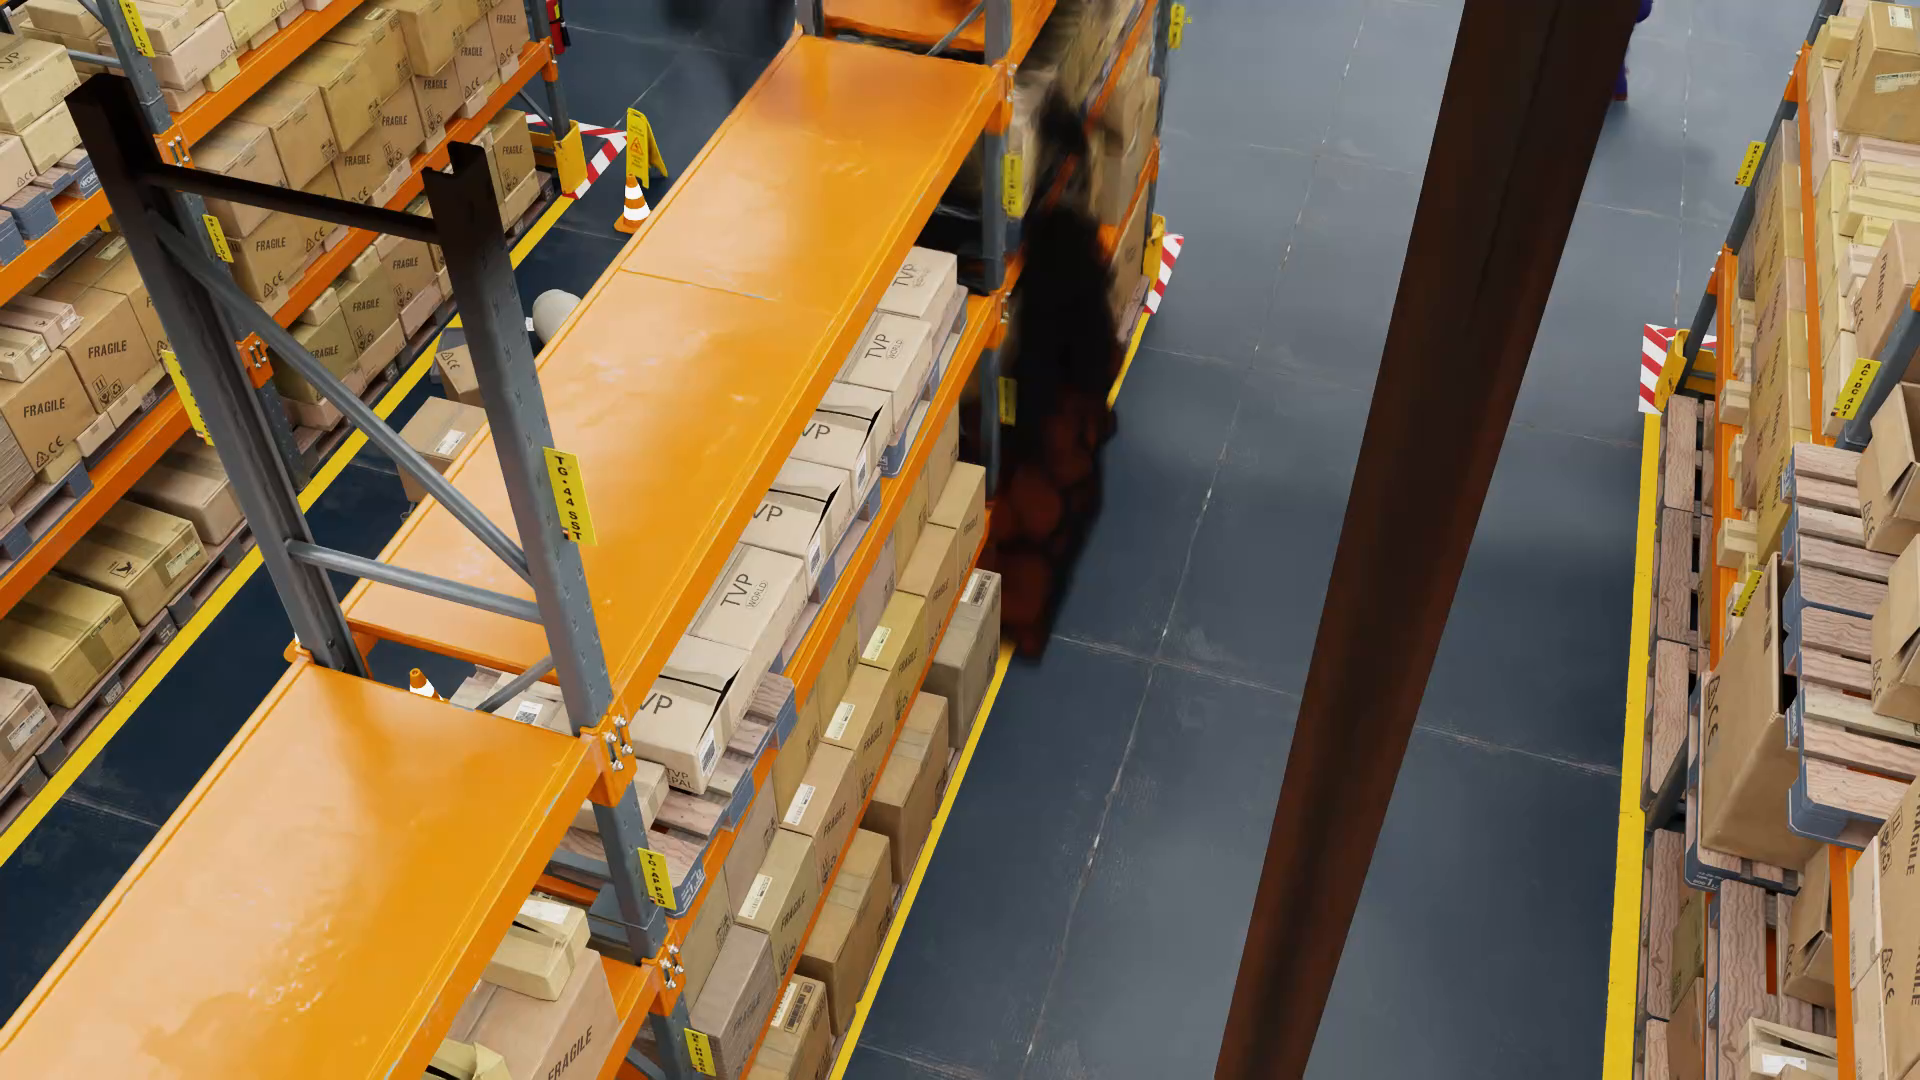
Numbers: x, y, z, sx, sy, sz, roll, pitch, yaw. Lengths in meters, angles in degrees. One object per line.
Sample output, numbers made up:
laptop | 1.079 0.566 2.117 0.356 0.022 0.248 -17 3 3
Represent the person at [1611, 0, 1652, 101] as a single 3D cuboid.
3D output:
person | 5.811 -4.633 14.533 0.635 1.632 0.593 -23 50 -21
